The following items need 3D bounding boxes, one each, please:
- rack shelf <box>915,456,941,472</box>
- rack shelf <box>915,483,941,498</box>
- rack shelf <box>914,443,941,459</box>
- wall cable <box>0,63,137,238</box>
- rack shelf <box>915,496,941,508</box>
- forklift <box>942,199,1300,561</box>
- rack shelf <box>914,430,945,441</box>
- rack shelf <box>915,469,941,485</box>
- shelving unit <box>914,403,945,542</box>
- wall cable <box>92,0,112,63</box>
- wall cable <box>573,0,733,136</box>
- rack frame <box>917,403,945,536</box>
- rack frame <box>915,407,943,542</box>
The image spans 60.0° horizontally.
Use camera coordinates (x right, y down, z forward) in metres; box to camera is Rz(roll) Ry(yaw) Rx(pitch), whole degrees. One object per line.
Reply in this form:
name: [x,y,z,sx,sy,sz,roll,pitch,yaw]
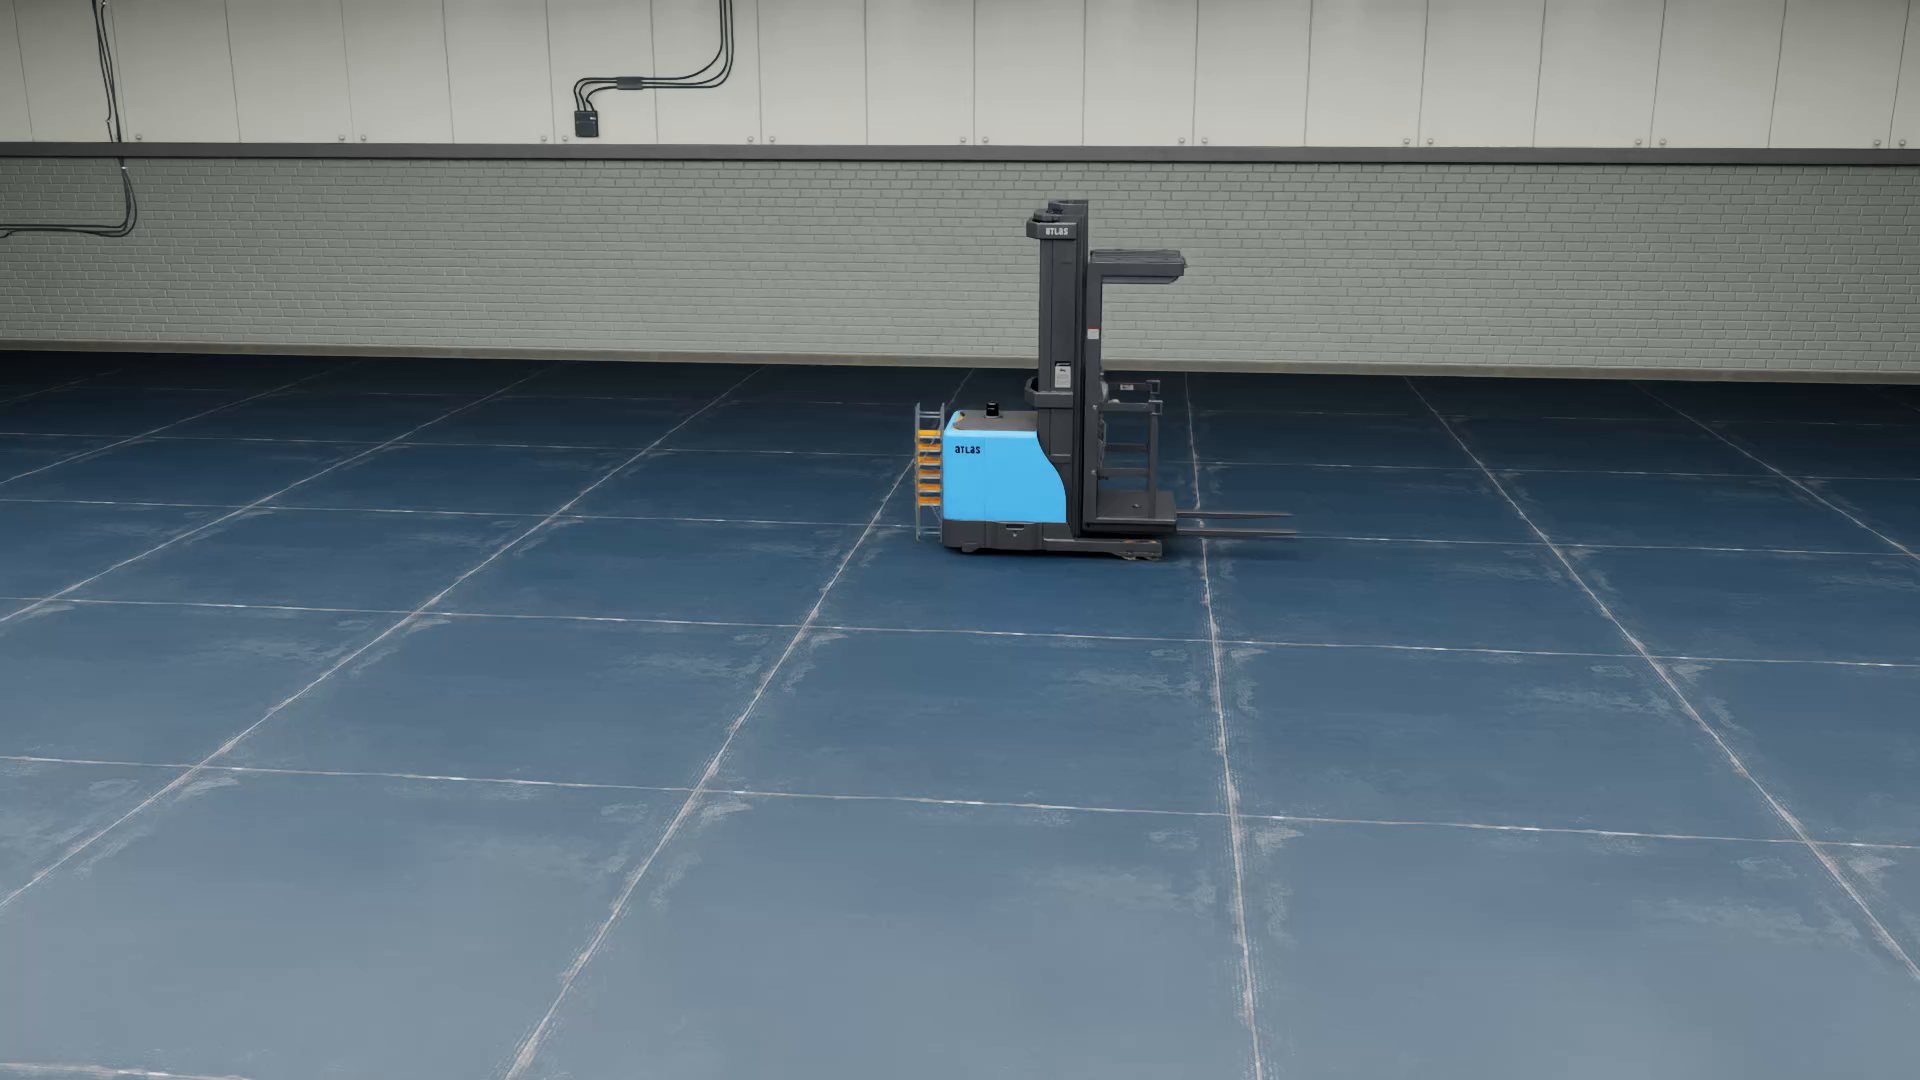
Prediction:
rack shelf: [-0.259,-0.662,14.522,0.258,0.103,0.180,1,15,4]
rack shelf: [-0.259,-0.430,14.585,0.258,0.103,0.180,1,15,4]
rack shelf: [-0.259,-0.778,14.491,0.258,0.103,0.180,1,15,4]
wall cable: [-13.712,-5.717,24.512,3.097,2.526,0.112,2,15,6]
rack shelf: [-0.259,-0.314,14.616,0.258,0.103,0.180,1,15,4]
forklift: [1.393,-1.385,14.169,3.031,2.935,1.130,1,15,5]
rack shelf: [-0.259,-0.894,14.460,0.258,0.103,0.180,1,15,4]
rack shelf: [-0.259,-0.546,14.554,0.258,0.103,0.180,1,15,4]
shelving unit: [-0.259,-0.589,14.542,0.258,1.200,0.189,1,15,4]
wall cable: [-11.024,-8.075,23.559,3.097,2.526,0.112,2,15,6]
wall cable: [-4.281,-8.574,22.614,2.305,6.003,0.169,2,15,6]
rack frame: [-0.253,-0.613,14.630,0.240,1.200,0.006,1,15,4]
rack frame: [-0.266,-0.565,14.454,0.240,1.200,0.006,1,15,4]
